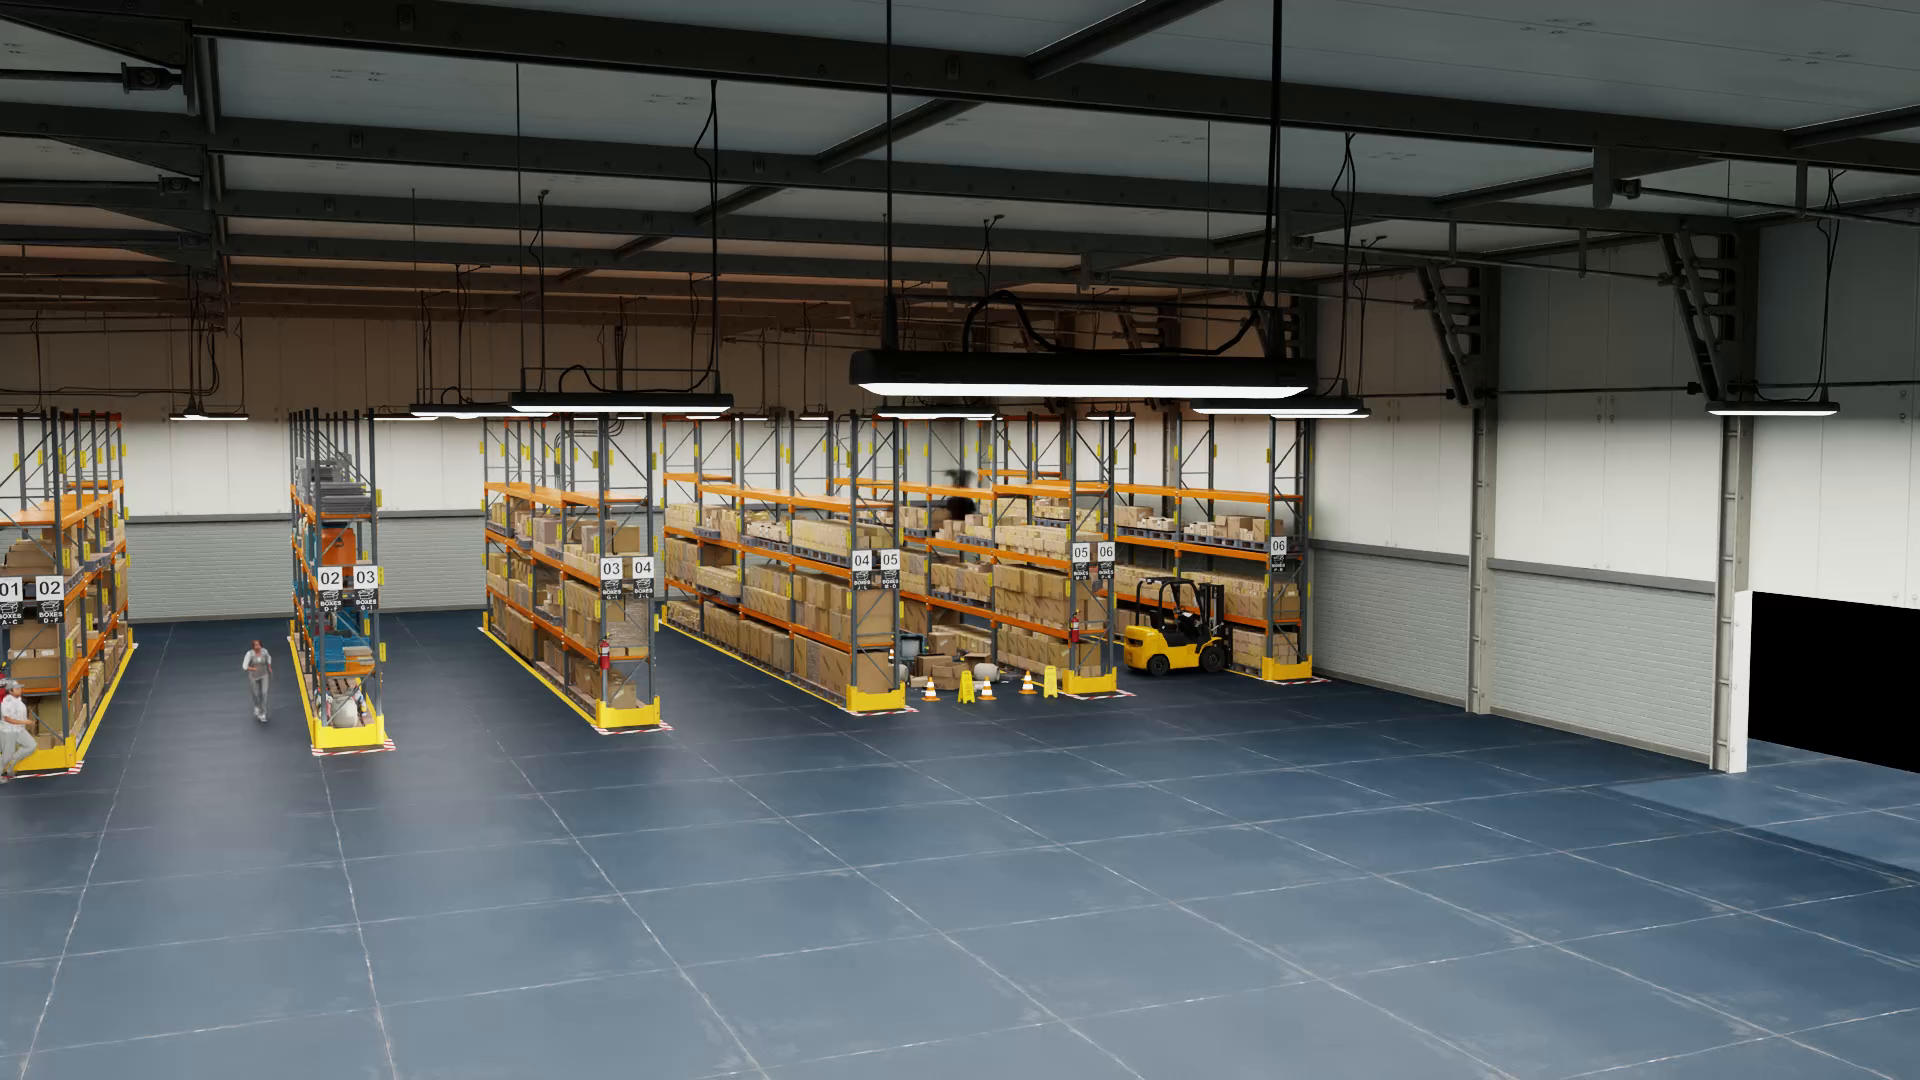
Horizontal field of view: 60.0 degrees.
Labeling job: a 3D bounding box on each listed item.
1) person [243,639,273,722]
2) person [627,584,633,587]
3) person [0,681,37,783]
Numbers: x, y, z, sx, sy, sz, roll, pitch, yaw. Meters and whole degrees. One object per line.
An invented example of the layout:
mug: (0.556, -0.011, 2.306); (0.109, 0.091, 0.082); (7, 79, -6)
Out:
person: (-13.554, 2.672, 32.106); (0.545, 1.572, 0.923); (-2, 4, -27)
person: (-9.516, 1.533, 48.309); (0.579, 1.635, 0.727); (0, 4, -2)
person: (-15.104, 3.046, 26.544); (0.736, 1.612, 0.623); (0, 4, -3)
